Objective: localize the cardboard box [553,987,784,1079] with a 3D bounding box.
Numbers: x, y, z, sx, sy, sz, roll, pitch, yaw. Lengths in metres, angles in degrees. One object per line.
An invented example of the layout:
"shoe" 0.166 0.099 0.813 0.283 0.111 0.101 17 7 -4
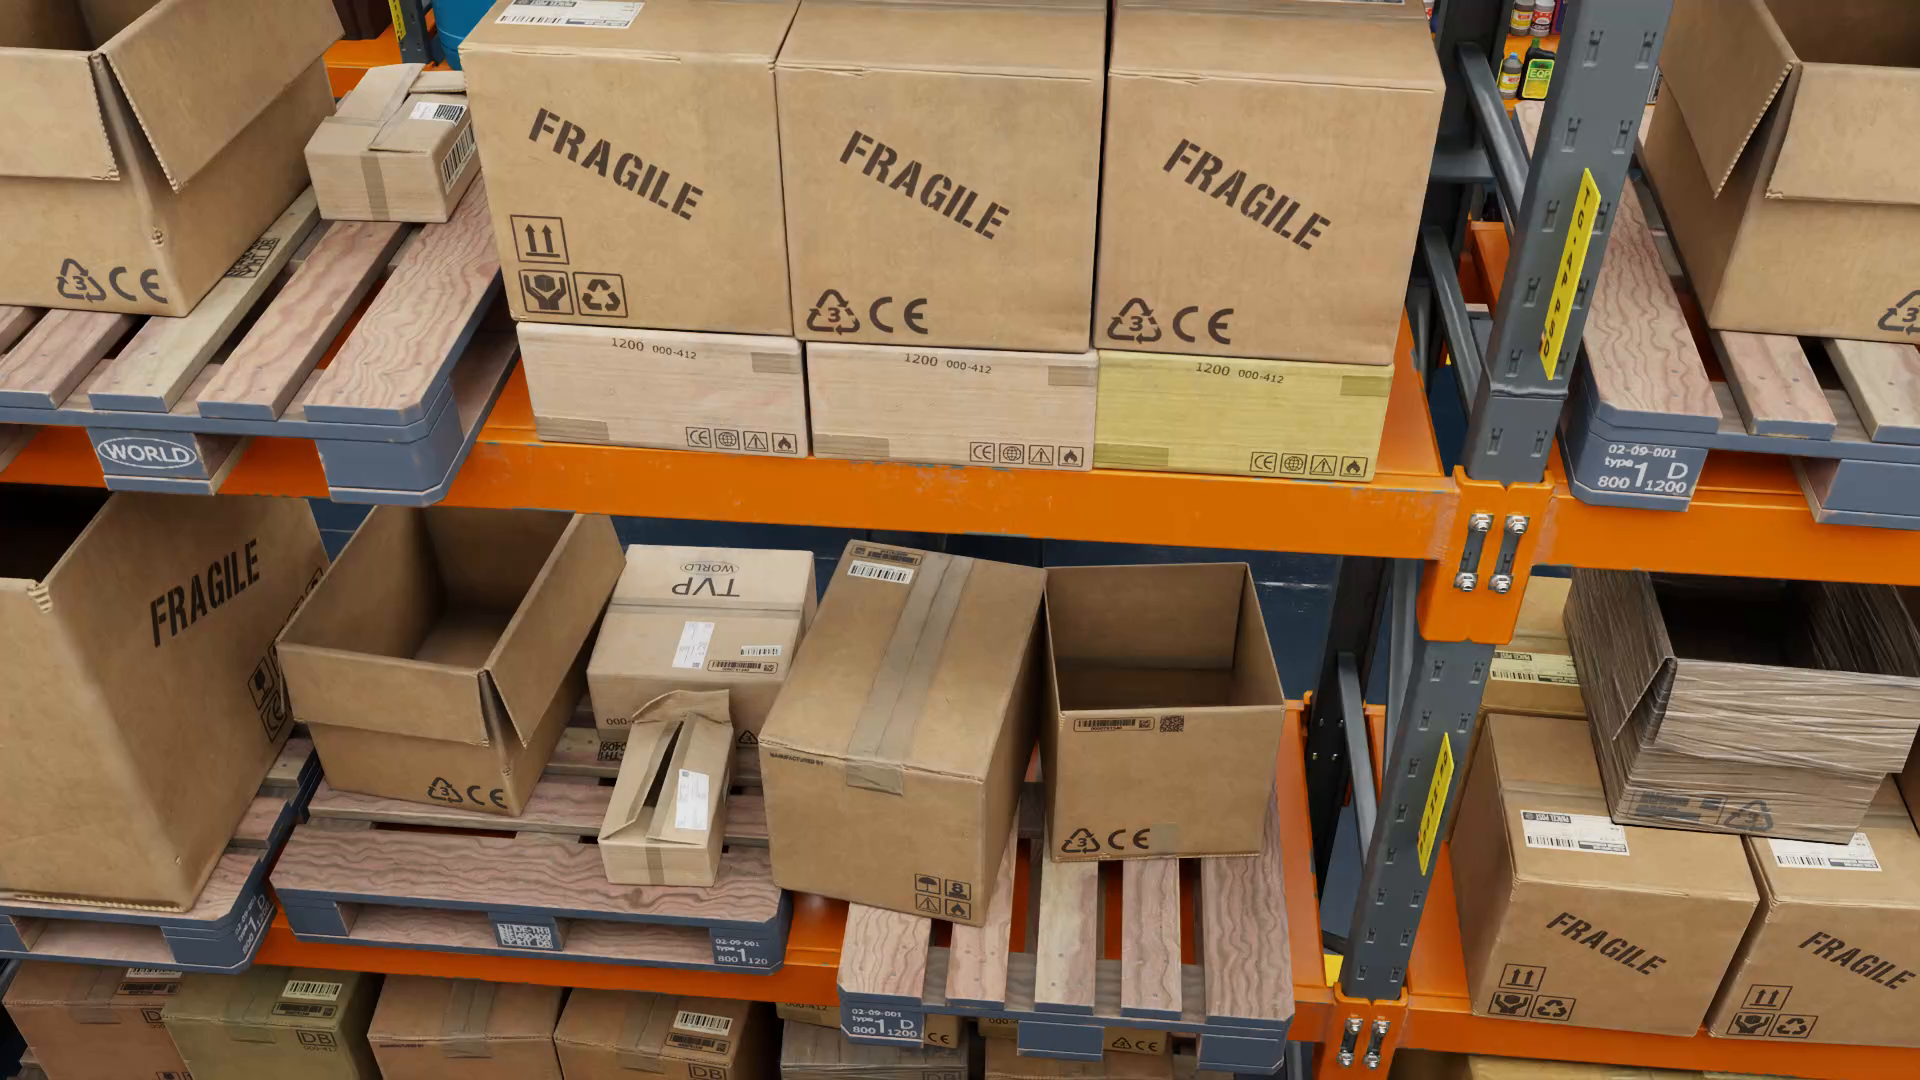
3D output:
"cardboard box" -0.792 1.338 4.862 0.500 0.500 0.700 6 40 8

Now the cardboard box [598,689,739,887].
"cardboard box" -0.688 0.580 3.935 0.258 0.266 0.396 2 39 3

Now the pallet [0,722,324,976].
"pallet" -2.240 0.601 4.287 1.213 0.211 1.003 3 39 4

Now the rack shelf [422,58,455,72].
"rack shelf" -0.569 -2.333 8.310 4.000 0.370 1.077 3 39 4

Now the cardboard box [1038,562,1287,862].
"cardboard box" 0.455 0.406 3.964 0.500 0.500 0.500 -1 39 -2

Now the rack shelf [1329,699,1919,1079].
"rack shelf" 2.989 0.999 4.216 4.000 0.370 1.077 3 39 4

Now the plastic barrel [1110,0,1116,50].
"plastic barrel" 0.935 -2.391 7.704 0.708 0.536 0.600 3 39 4

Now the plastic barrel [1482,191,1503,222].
"plastic barrel" 3.038 -1.654 8.483 0.708 0.588 0.600 3 39 4

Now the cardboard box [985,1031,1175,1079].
"cardboard box" 0.327 1.386 4.802 0.500 0.500 0.700 1 39 1

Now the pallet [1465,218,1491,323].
"pallet" 2.213 -1.405 8.809 1.213 0.211 1.003 3 39 4

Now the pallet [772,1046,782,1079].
"pallet" -0.994 1.581 5.140 1.213 0.211 1.003 3 39 4

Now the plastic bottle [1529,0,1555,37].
"plastic bottle" 2.886 -2.605 8.232 0.097 0.201 0.097 0 39 0

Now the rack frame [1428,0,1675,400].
"rack frame" 0.996 -1.715 2.229 0.127 3.000 1.000 3 39 4

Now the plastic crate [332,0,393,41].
"plastic crate" -3.072 -2.806 8.370 0.504 0.338 0.767 3 39 4

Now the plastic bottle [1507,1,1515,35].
"plastic bottle" 2.692 -2.616 8.245 0.097 0.201 0.097 0 39 0

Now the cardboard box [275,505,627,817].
"cardboard box" -1.254 0.227 4.180 0.637 0.503 0.797 7 40 8

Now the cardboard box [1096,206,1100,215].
"cardboard box" 0.039 -0.708 3.486 0.500 0.250 0.500 4 39 5

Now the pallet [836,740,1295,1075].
"pallet" 0.277 0.714 4.148 1.003 0.211 1.213 3 39 4

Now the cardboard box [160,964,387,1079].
"cardboard box" -1.905 1.277 4.936 0.500 0.500 0.700 3 39 4

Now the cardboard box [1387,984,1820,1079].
"cardboard box" 1.682 1.323 4.598 0.875 0.875 1.225 1 39 2

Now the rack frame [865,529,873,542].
"rack frame" -0.371 -0.602 6.801 0.023 1.500 0.400 3 39 4

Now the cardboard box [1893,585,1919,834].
"cardboard box" 2.372 0.271 3.667 0.637 0.503 0.797 4 39 5

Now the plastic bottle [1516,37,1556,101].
"plastic bottle" 2.647 -2.158 7.617 0.133 0.283 0.061 3 39 4

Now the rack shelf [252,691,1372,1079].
"rack shelf" -0.996 0.782 4.483 4.000 0.370 1.077 3 39 4

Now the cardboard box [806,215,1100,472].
"cardboard box" 0.006 -0.384 3.088 0.500 0.250 0.500 3 39 4

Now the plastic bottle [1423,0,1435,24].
"plastic bottle" 2.304 -2.637 8.271 0.097 0.201 0.097 0 39 0

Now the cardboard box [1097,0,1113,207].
"cardboard box" 0.045 -1.002 3.253 0.500 0.500 0.500 3 39 4

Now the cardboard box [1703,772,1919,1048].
"cardboard box" 1.971 0.797 3.816 0.500 0.500 0.500 2 39 3

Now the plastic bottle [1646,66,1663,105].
"plastic bottle" 3.209 -2.153 7.617 0.135 0.276 0.152 3 39 4

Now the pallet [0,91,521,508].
"pallet" -1.349 -0.542 3.312 1.003 0.211 1.213 3 39 4

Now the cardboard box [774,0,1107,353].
"cardboard box" -0.012 -0.674 2.851 0.500 0.500 0.500 3 39 4

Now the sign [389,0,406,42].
"sign" -2.620 -2.483 7.705 0.005 0.325 0.100 3 39 4

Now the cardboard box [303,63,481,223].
"cardboard box" -1.112 -0.803 3.336 0.250 0.166 0.380 2 39 3

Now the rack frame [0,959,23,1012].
"rack frame" -2.989 0.394 4.390 0.127 3.000 1.000 3 39 4

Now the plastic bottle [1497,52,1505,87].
"plastic bottle" 2.417 -2.170 7.632 0.133 0.283 0.061 3 39 4

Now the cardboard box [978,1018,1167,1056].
"cardboard box" 0.326 1.102 4.558 0.500 0.250 0.500 5 39 6

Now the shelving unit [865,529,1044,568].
"shelving unit" -0.007 -0.582 6.777 0.755 1.500 0.431 3 39 4

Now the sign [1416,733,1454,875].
"sign" 0.959 0.535 3.362 0.005 0.325 0.100 3 39 4
